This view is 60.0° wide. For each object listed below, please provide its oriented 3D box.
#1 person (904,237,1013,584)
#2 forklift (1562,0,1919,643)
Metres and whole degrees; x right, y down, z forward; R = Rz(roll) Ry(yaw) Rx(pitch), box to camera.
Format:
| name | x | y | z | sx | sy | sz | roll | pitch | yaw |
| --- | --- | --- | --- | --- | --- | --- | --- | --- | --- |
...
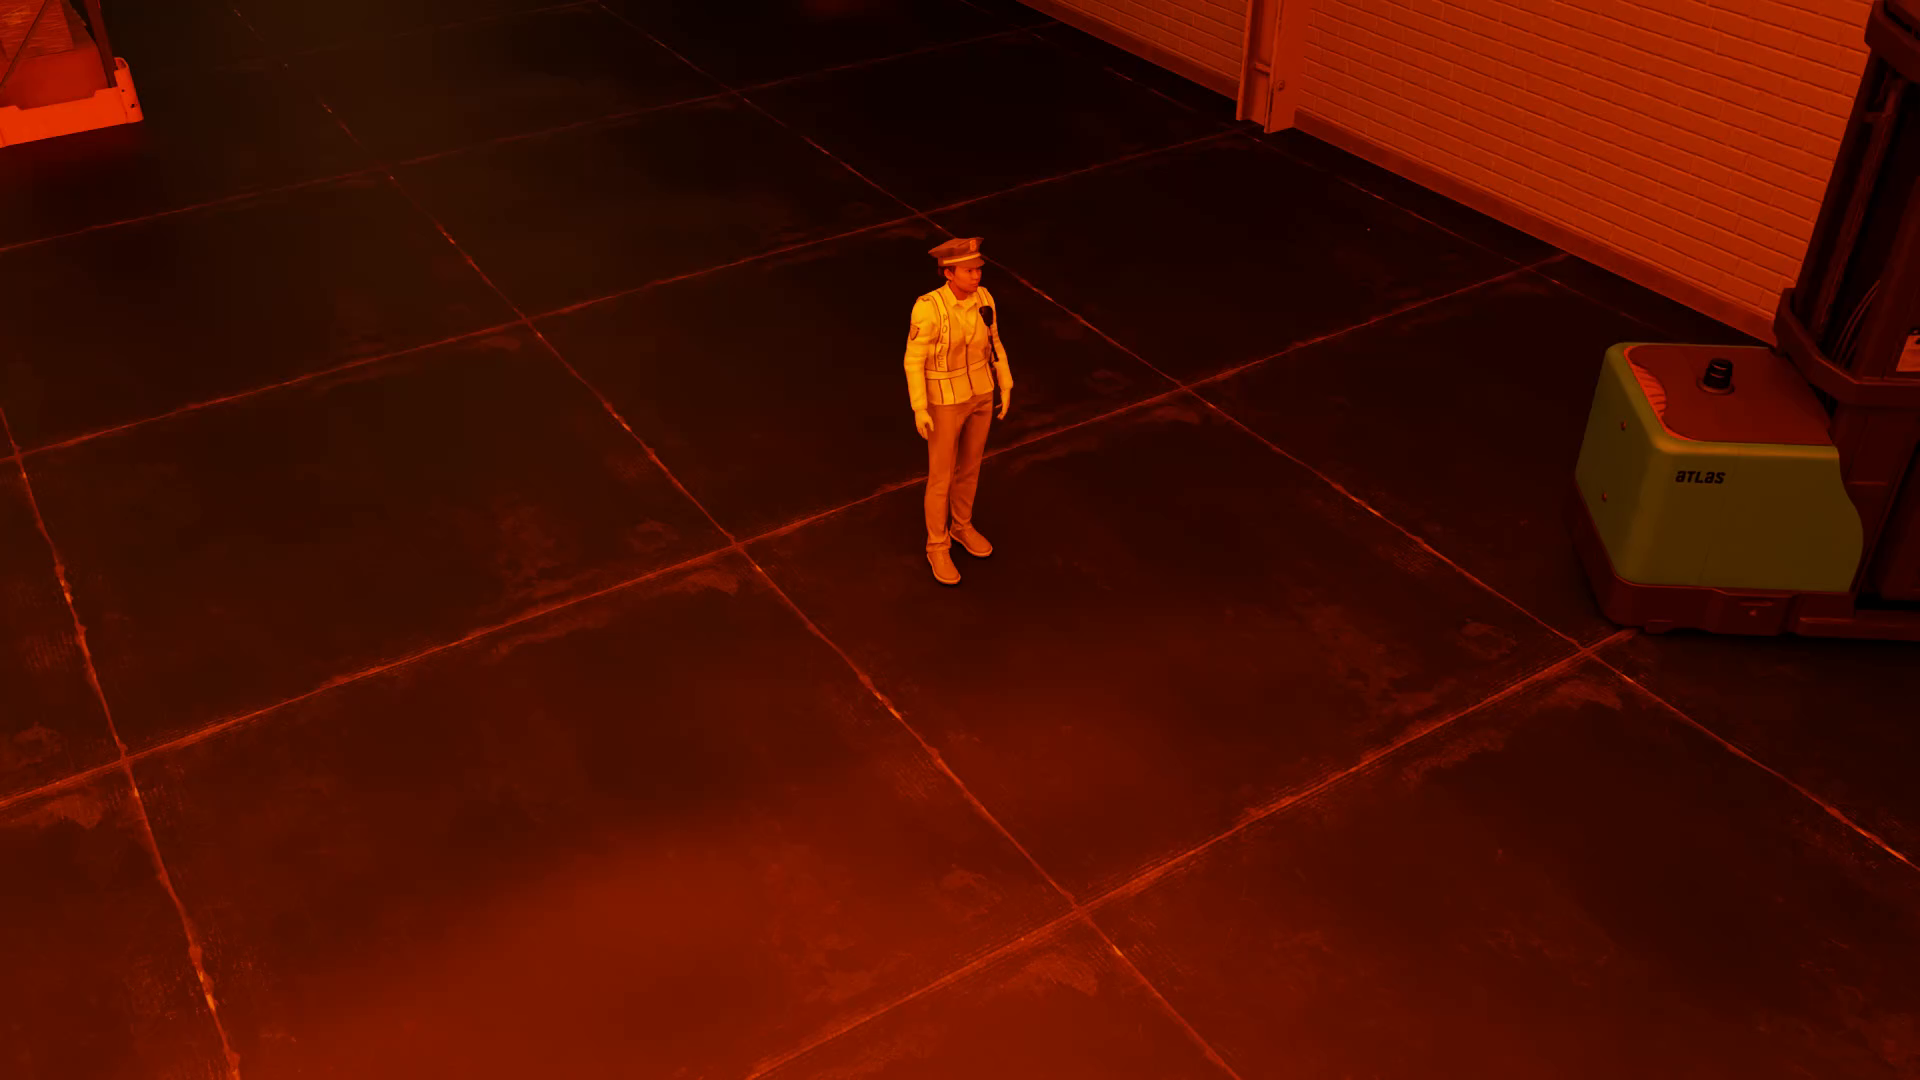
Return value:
| name | x | y | z | sx | sy | sz | roll | pitch | yaw |
| --- | --- | --- | --- | --- | --- | --- | --- | --- | --- |
| person | 0.032 | -0.664 | 8.156 | 0.587 | 1.695 | 0.531 | -21 | 40 | -27 |
| forklift | 4.657 | -0.974 | 7.533 | 3.031 | 2.935 | 1.130 | 2 | 35 | 3 |
